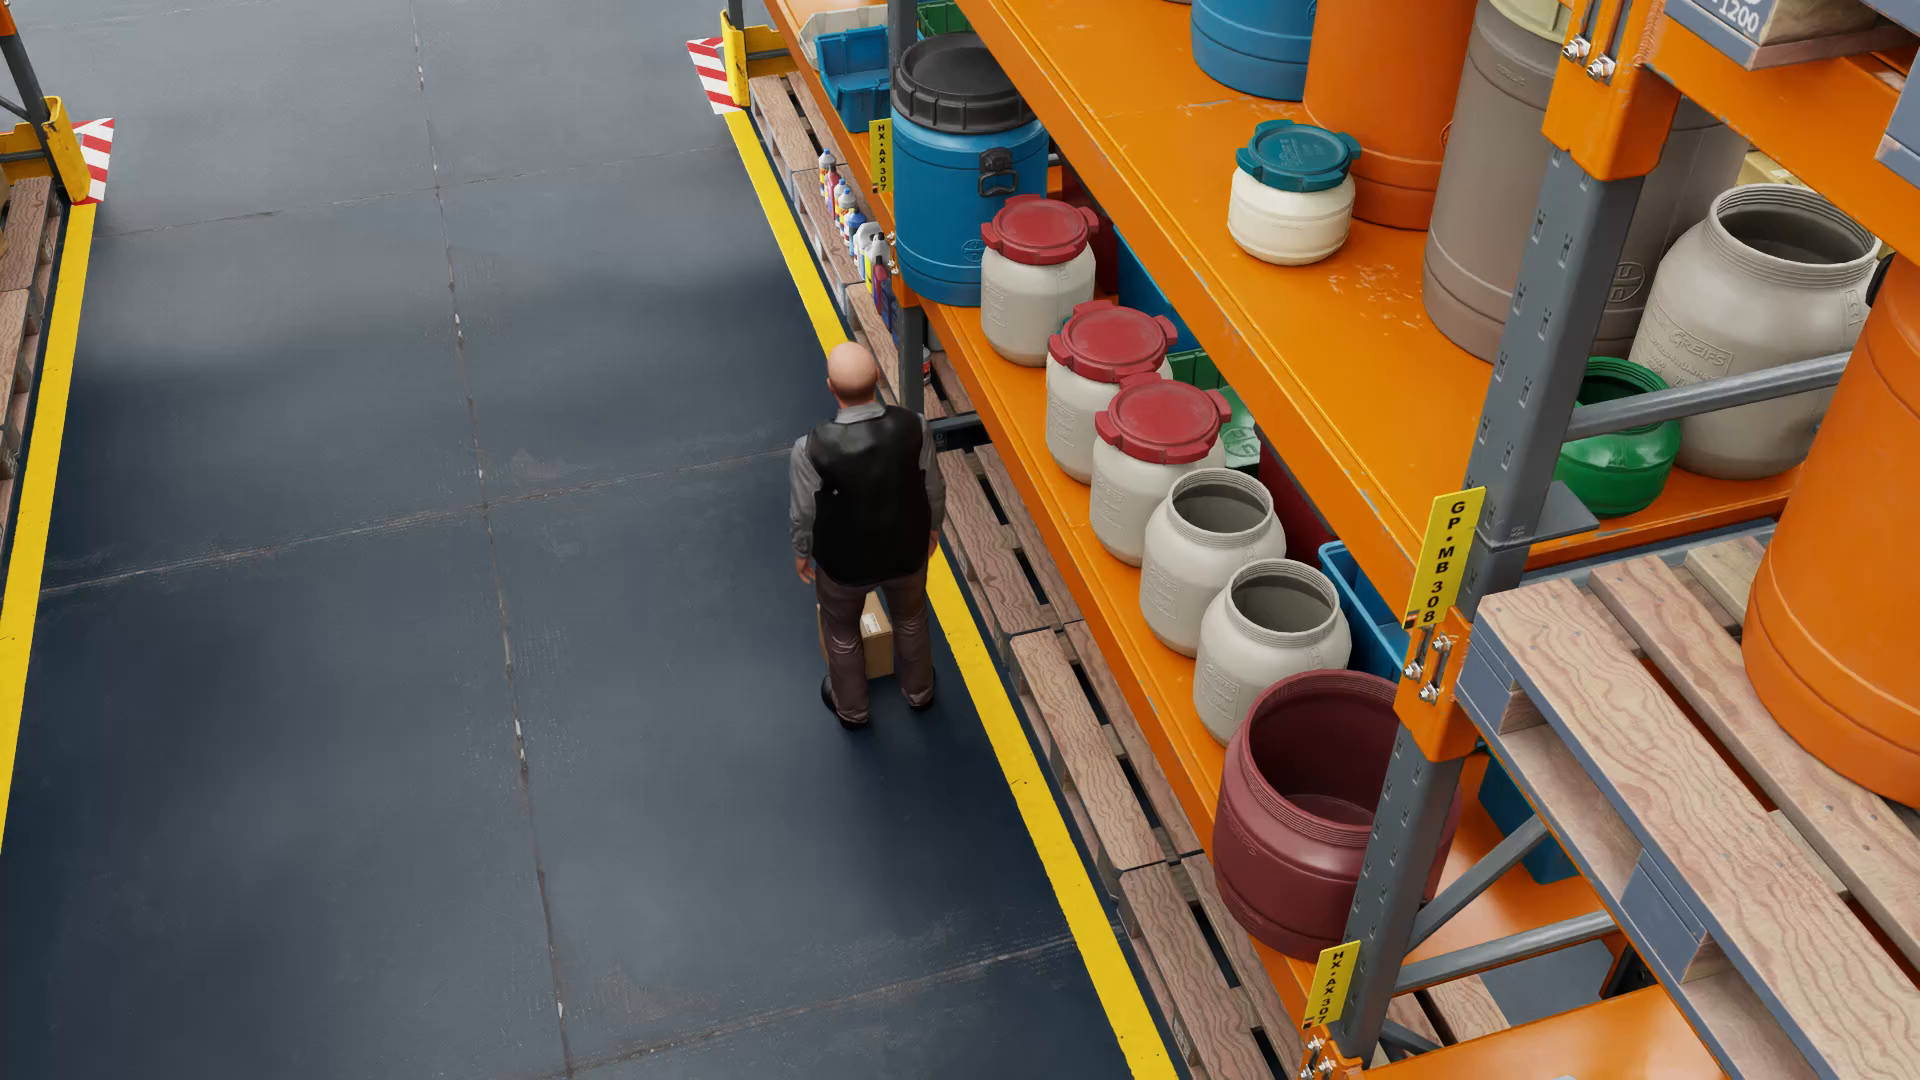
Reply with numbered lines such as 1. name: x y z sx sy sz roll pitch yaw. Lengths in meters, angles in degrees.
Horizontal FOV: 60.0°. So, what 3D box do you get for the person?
1. person: -0.330 0.037 6.138 0.580 1.720 0.421 -12 43 -13
